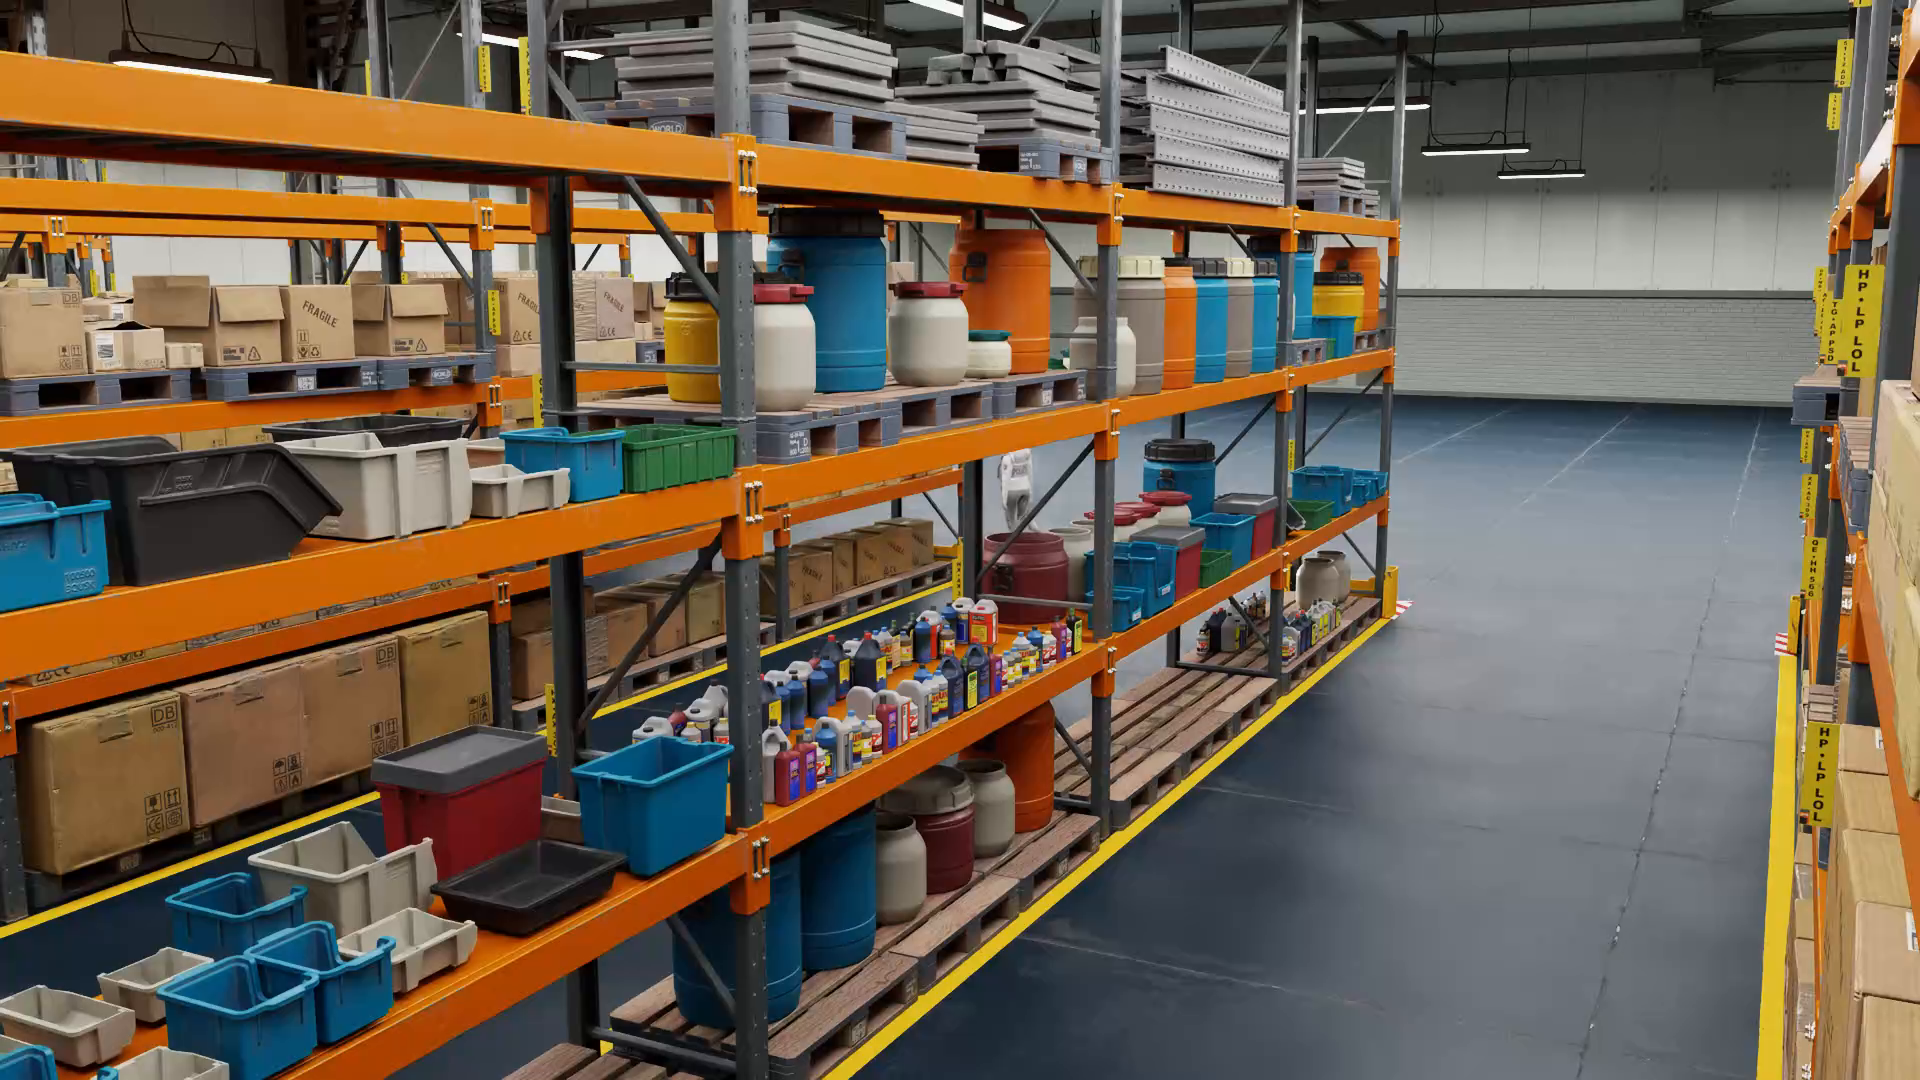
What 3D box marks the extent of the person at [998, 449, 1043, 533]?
[{"bbox_3d":[0.740,-0.591,20.902,0.528,1.637,0.613,-7,12,-38],"label":"person"}]
